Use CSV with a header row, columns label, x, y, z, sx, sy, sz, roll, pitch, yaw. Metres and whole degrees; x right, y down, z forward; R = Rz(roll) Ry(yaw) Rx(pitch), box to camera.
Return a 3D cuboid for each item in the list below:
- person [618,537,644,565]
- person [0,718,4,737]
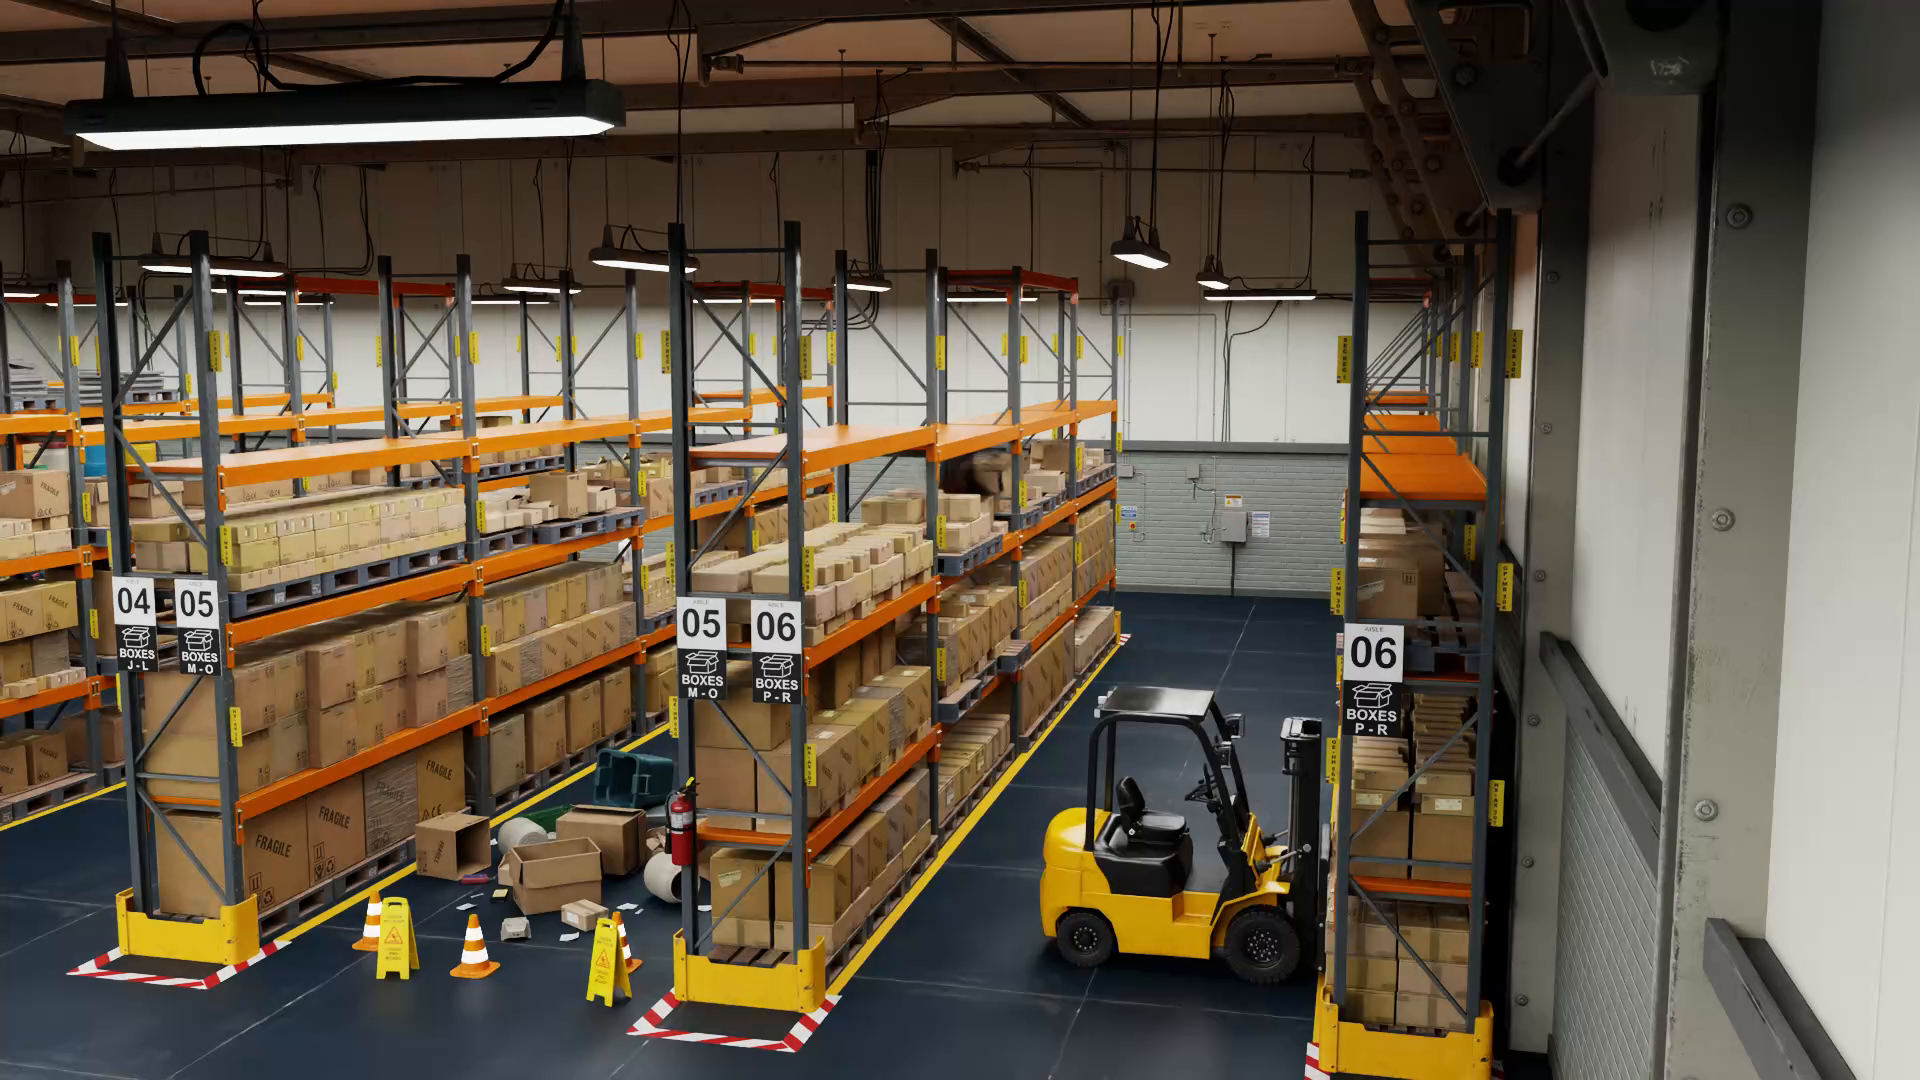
label,x,y,z,sx,sy,sz,roll,pitch,yaw
person,-5.922,0.583,30.402,0.561,1.776,0.588,3,8,23
person,-11.709,1.950,20.059,0.444,1.718,0.466,7,10,44
